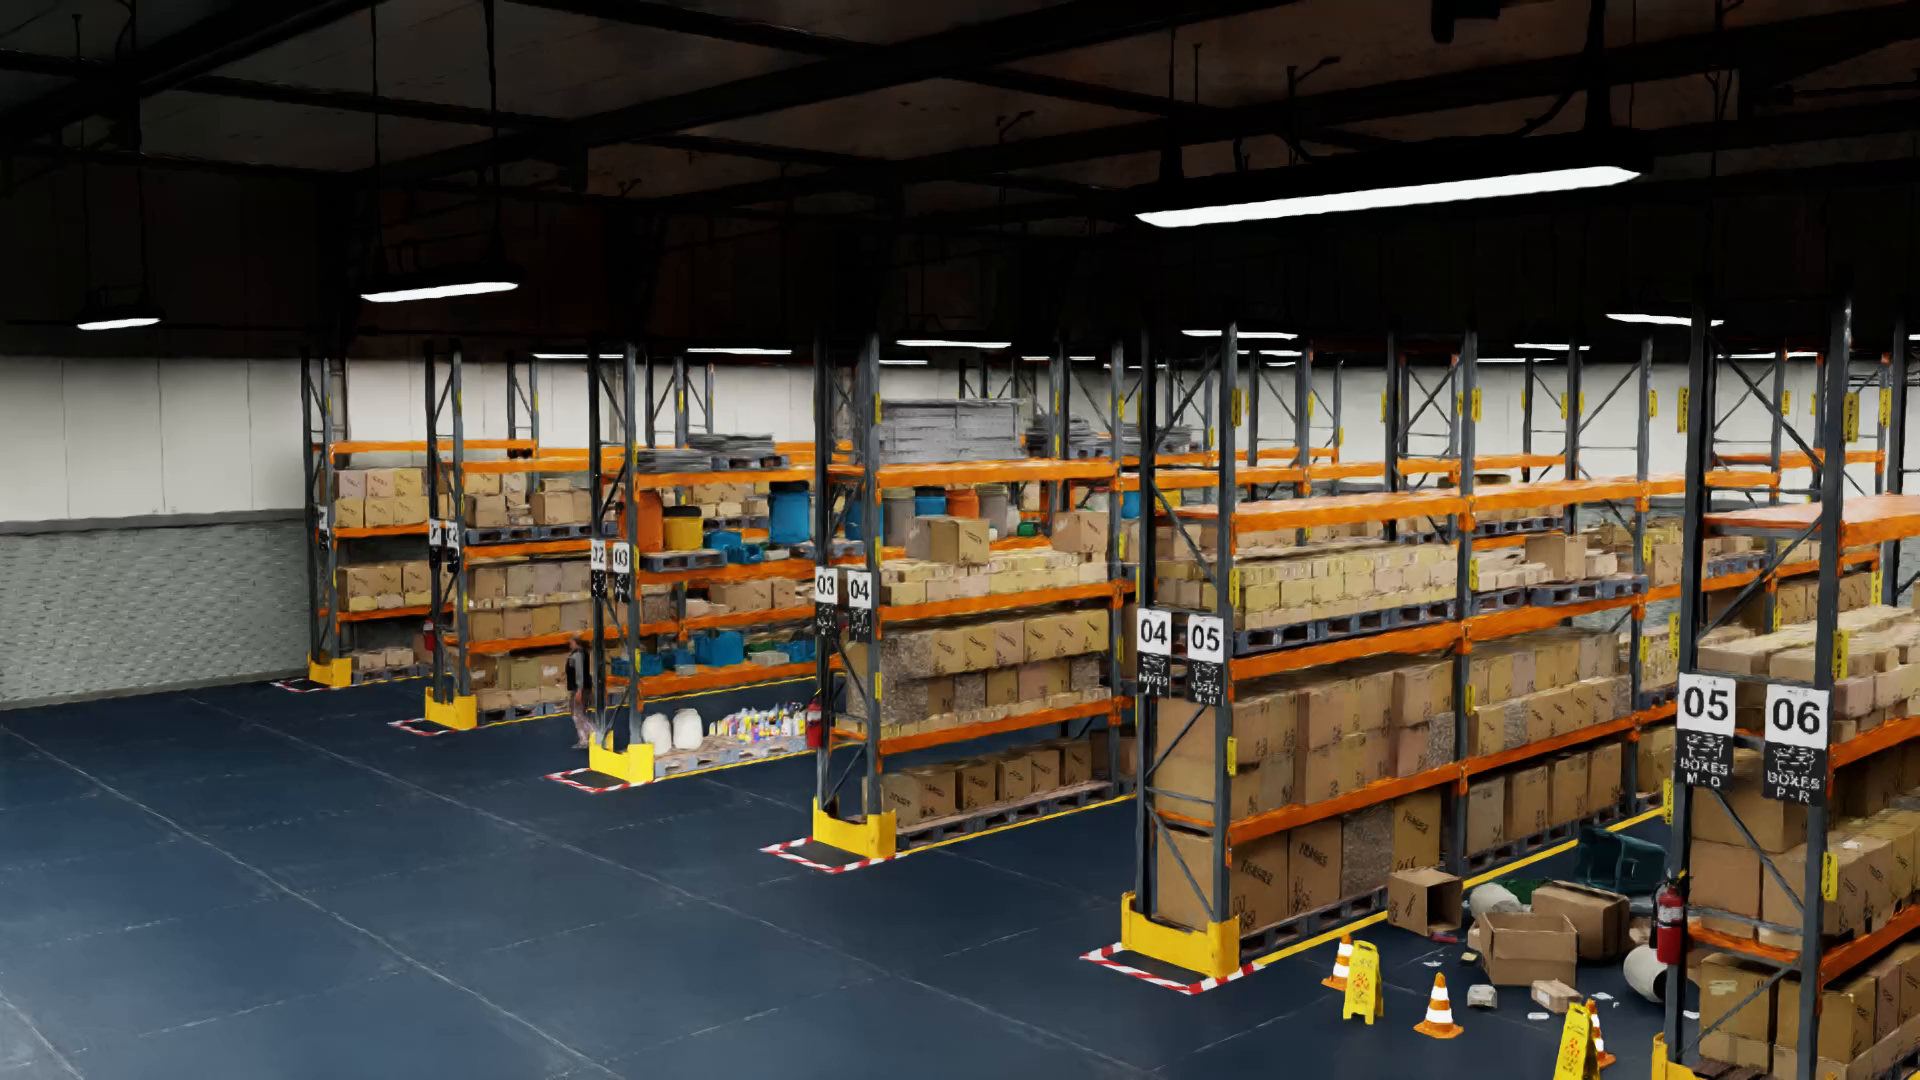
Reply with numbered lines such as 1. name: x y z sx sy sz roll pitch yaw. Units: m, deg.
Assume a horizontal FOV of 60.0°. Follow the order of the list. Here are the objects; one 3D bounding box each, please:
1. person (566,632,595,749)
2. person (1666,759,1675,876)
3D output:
1. person: -5.443 2.192 24.188 0.541 1.705 0.582 -1 5 -6
2. person: 7.810 2.726 17.735 0.636 1.737 0.551 -1 5 -14
